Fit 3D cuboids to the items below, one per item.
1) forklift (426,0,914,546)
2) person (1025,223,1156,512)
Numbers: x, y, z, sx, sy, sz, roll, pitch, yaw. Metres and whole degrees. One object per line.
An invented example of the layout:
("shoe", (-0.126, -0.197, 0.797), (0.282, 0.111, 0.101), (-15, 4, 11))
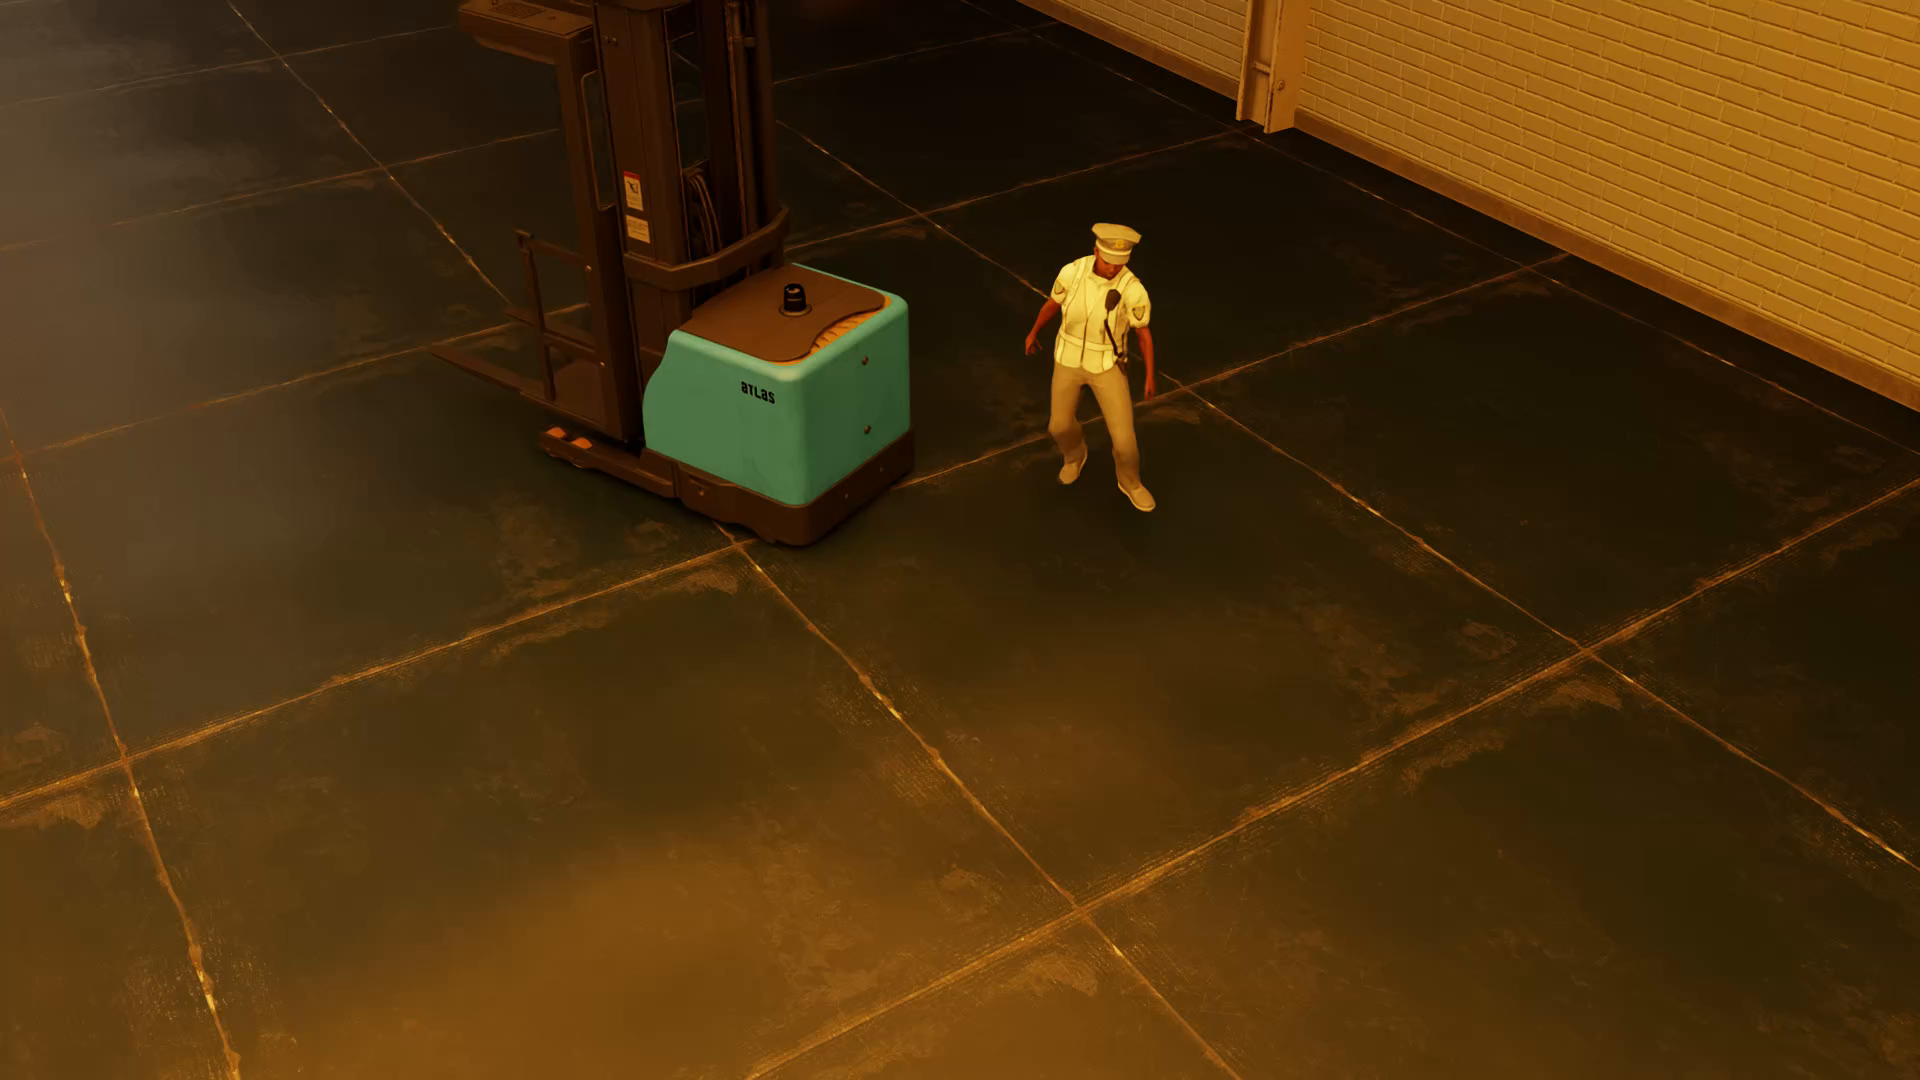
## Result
("forklift", (-1.756, -1.827, 8.748), (3.031, 2.935, 1.130), (22, 40, 28))
("person", (0.707, -0.930, 8.682), (0.818, 1.640, 0.464), (16, 38, 21))
